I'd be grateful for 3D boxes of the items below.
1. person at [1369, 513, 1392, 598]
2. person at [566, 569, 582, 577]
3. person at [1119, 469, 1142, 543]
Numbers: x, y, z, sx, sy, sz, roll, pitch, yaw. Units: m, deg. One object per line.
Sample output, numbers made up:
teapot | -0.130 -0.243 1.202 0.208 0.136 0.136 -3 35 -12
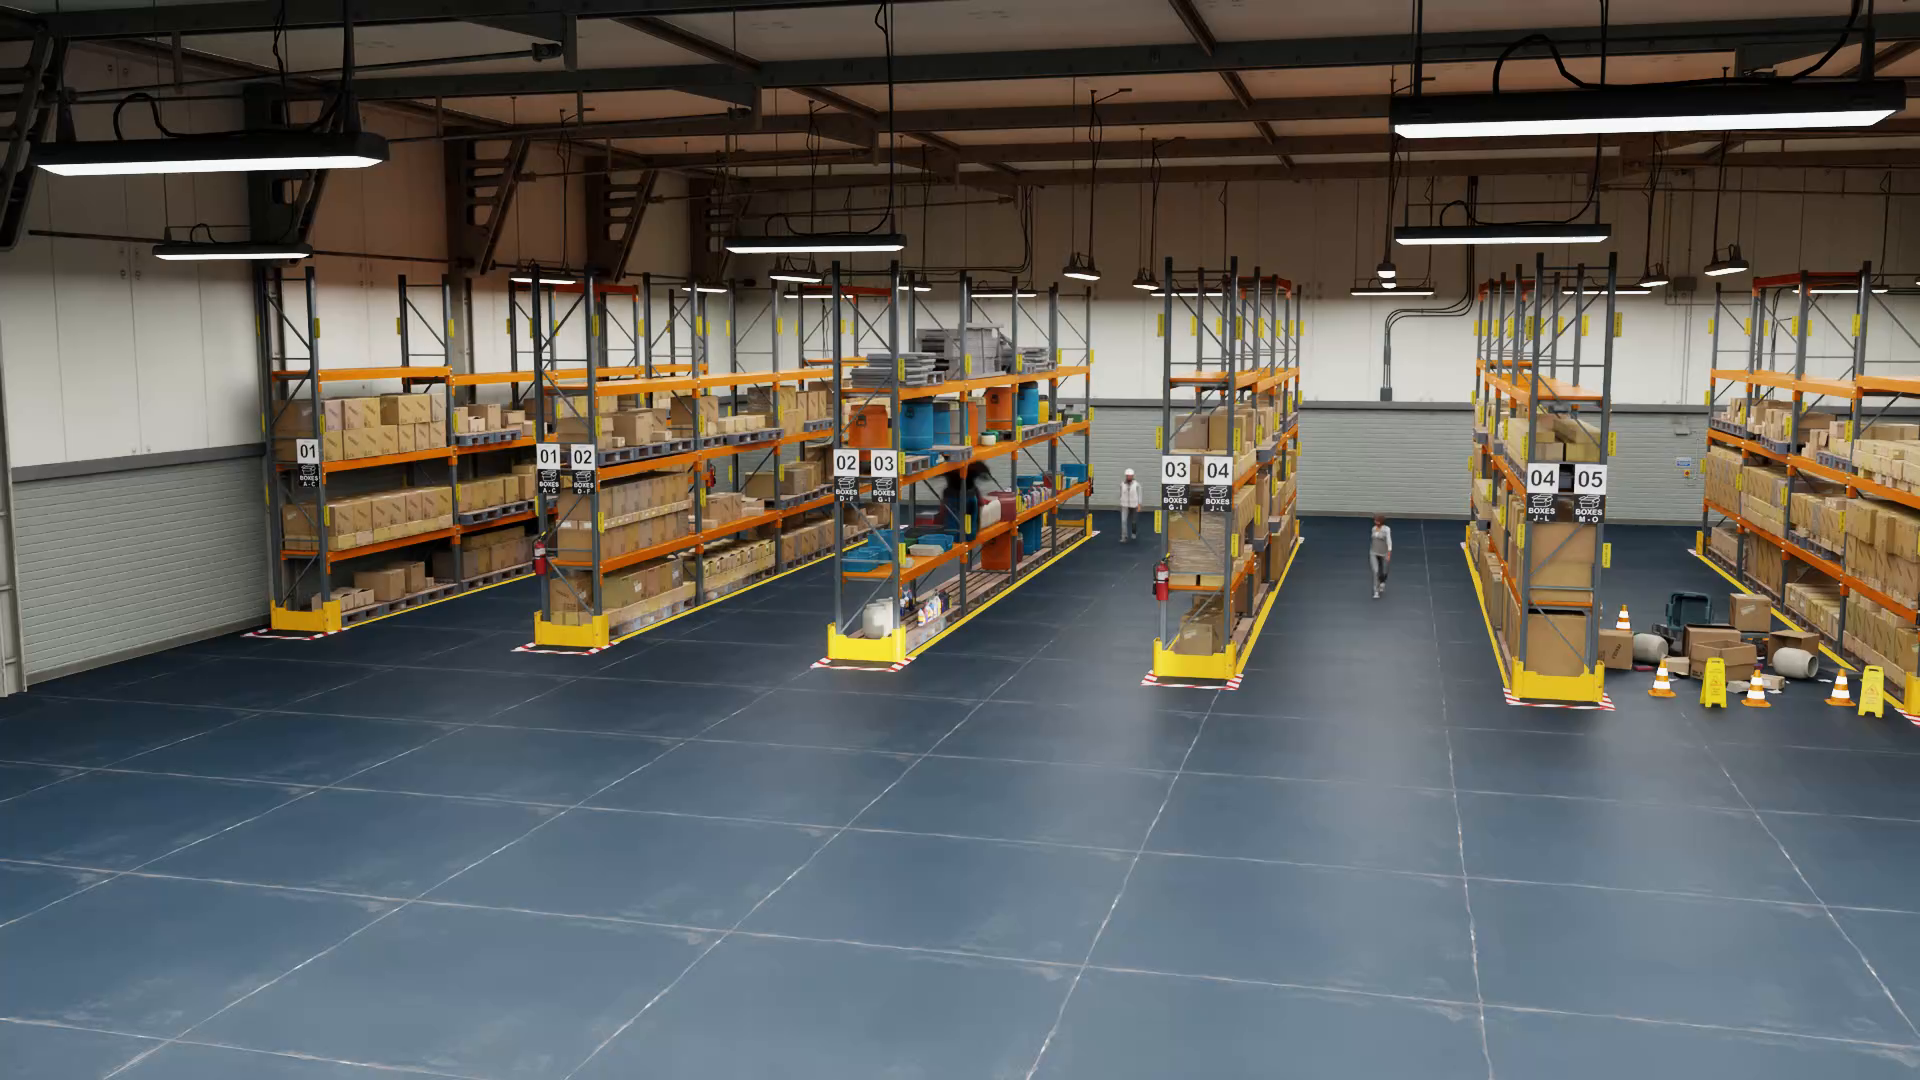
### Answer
person | 7.857 0.273 31.128 0.411 1.563 0.699 1 7 8
person | -6.936 0.344 30.090 0.593 1.736 0.421 -7 10 -42
person | 3.986 -0.806 38.980 0.575 1.727 1.045 2 7 12
